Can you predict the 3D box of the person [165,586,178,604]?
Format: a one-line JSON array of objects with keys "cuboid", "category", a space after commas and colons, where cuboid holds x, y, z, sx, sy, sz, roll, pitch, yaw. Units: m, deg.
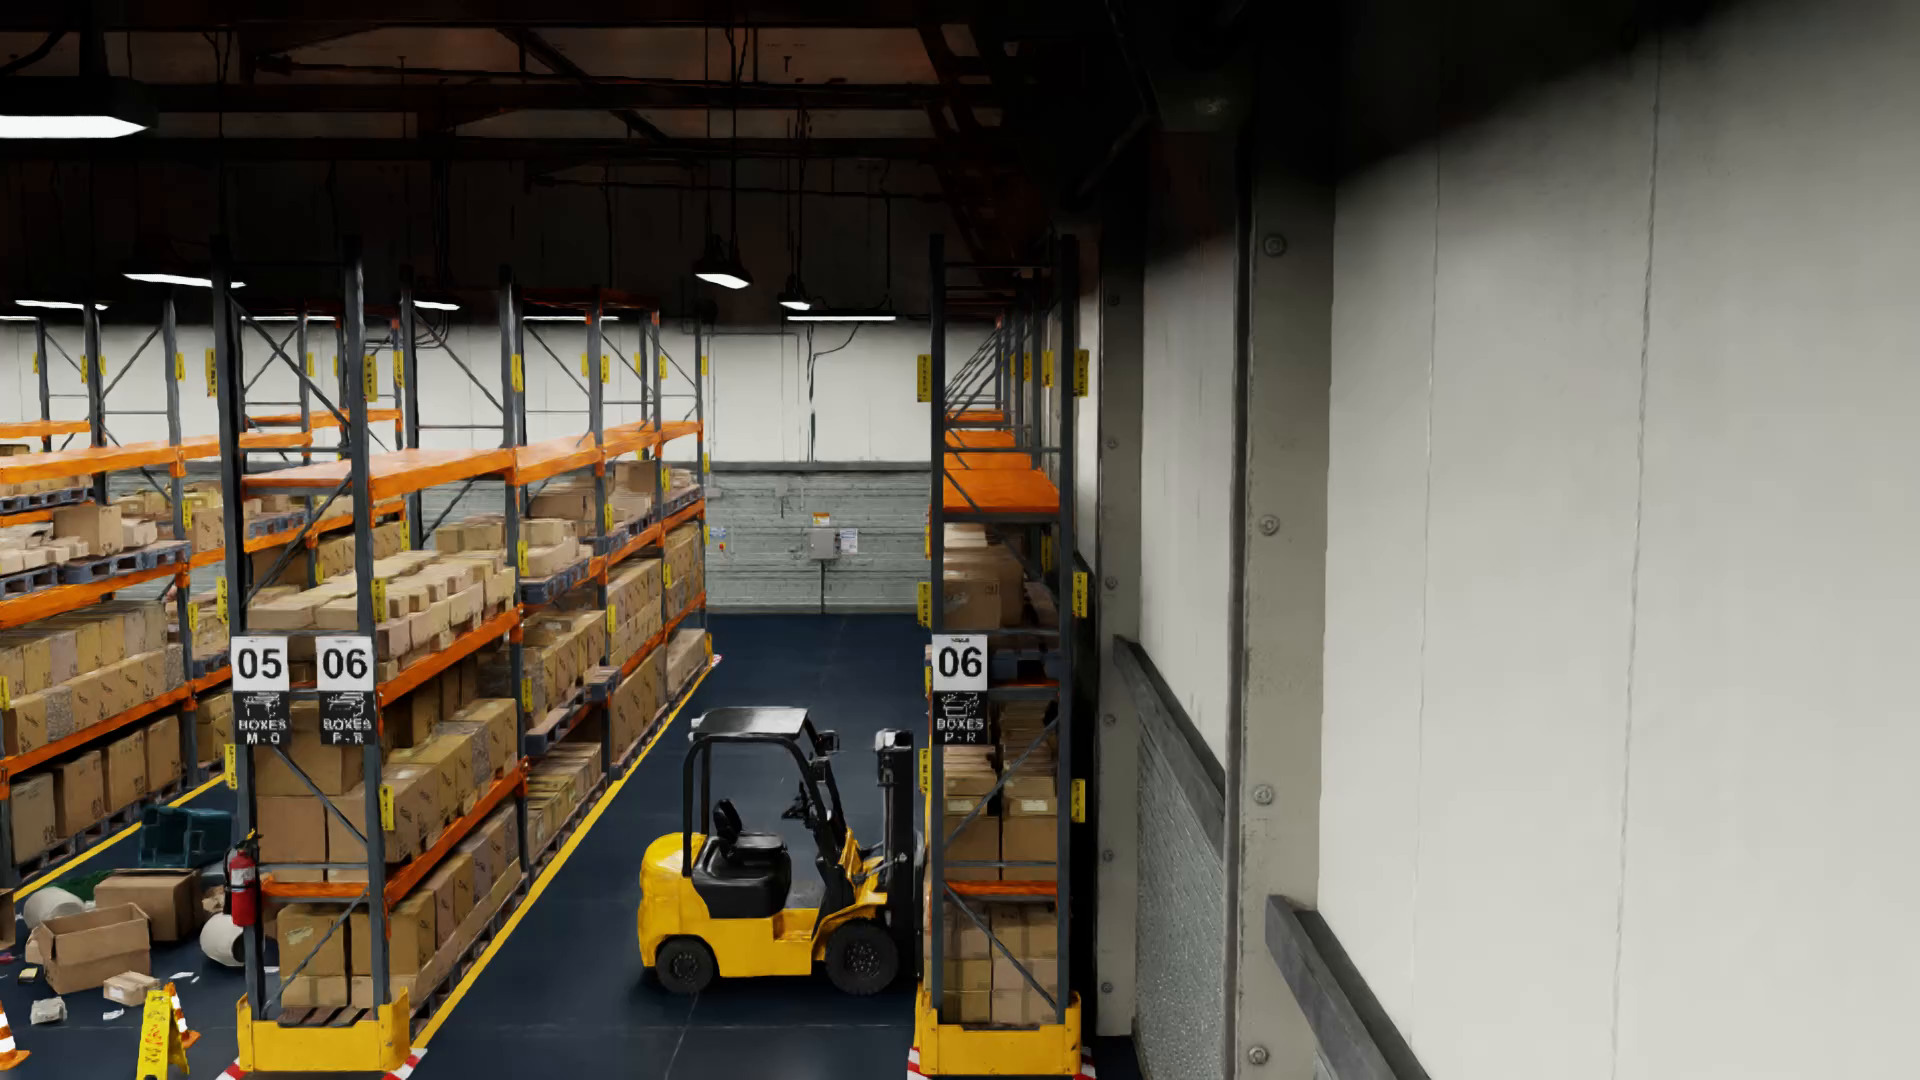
[{"cuboid": [-11.873, 1.527, 25.159, 0.598, 1.698, 1.193, 0, 6, 2], "category": "person"}]
